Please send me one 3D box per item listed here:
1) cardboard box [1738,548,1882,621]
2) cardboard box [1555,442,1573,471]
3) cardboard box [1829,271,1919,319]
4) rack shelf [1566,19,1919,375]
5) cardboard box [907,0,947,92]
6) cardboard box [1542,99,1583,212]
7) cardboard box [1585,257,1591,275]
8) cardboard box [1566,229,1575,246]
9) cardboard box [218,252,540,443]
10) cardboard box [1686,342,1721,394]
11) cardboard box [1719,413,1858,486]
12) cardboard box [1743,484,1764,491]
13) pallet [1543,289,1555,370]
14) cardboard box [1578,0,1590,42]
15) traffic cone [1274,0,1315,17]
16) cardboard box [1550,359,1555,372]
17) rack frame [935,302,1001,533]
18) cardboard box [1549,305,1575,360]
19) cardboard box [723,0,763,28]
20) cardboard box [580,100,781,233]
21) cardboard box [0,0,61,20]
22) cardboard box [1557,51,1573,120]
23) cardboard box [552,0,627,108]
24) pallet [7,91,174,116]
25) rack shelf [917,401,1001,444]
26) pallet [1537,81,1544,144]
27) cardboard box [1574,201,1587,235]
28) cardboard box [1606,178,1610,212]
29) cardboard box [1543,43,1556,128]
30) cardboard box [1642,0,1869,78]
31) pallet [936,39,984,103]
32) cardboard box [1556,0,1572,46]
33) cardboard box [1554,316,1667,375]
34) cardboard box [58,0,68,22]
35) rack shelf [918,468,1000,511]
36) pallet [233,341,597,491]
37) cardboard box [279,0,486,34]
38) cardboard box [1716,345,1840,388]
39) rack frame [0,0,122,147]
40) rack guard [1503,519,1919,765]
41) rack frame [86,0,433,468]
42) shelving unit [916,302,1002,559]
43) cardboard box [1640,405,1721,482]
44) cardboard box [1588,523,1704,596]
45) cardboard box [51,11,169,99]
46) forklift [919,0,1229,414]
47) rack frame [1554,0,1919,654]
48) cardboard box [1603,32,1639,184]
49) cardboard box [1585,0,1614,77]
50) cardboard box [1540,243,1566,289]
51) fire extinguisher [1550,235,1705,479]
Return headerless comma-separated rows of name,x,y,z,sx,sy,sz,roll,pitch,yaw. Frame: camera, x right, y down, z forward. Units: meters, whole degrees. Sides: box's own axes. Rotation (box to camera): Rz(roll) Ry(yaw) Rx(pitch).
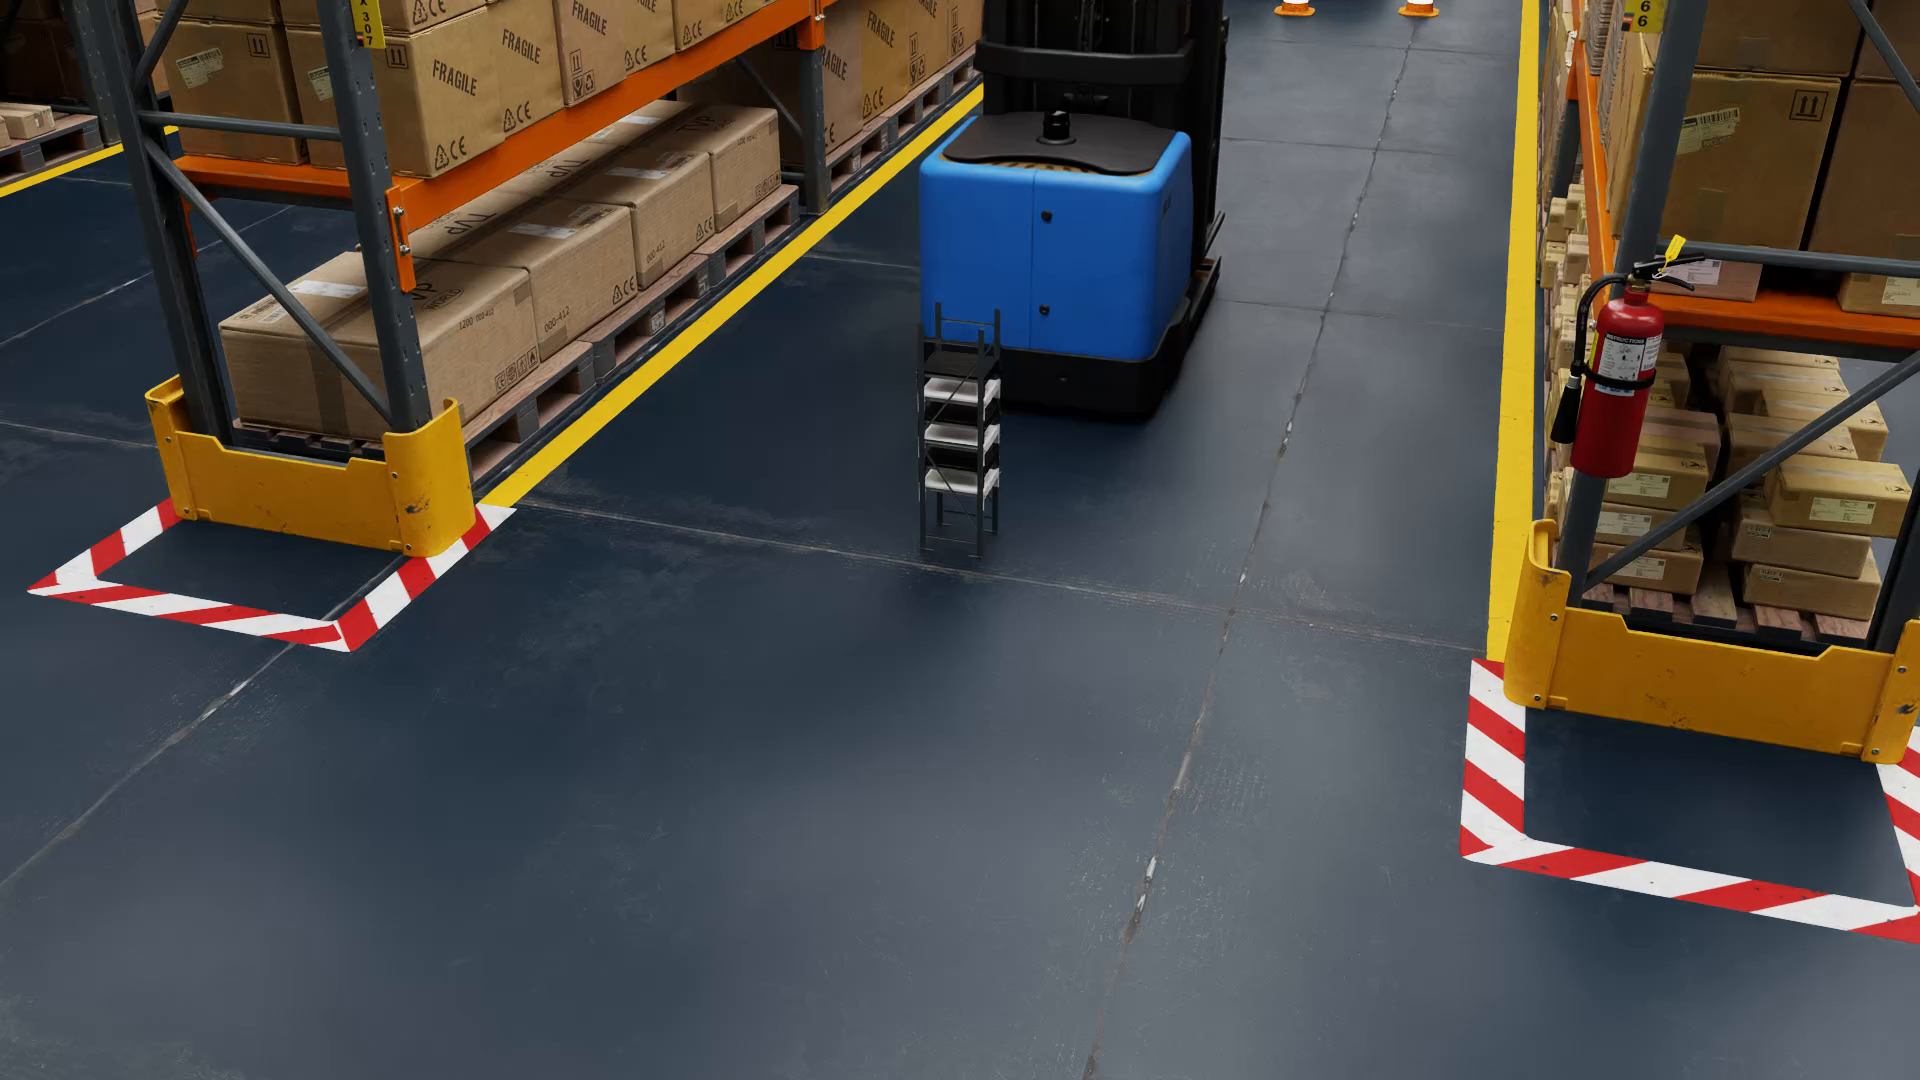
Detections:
cardboard box,2.783,0.114,5.461,0.380,0.149,0.250,9,30,16
cardboard box,2.356,-0.346,5.981,0.380,0.149,0.250,7,30,13
cardboard box,2.732,-0.745,4.762,0.380,0.149,0.250,8,30,14
rack shelf,2.910,-1.366,6.360,1.077,0.370,4.000,8,30,15
cardboard box,-0.638,-3.660,11.497,0.875,0.875,0.875,9,30,15
cardboard box,3.474,-2.081,9.044,0.500,0.500,0.500,8,30,14
cardboard box,2.825,-1.063,6.964,0.380,0.149,0.250,7,30,13
cardboard box,3.097,-1.424,7.919,0.380,0.149,0.250,9,30,15
cardboard box,-2.340,-0.795,6.797,0.875,0.438,0.875,7,30,13
cardboard box,3.050,-0.643,6.516,0.380,0.149,0.250,10,31,17
cardboard box,2.768,-0.289,5.572,0.380,0.149,0.250,9,30,16
cardboard box,2.857,-0.145,5.619,0.380,0.149,0.250,8,30,15
pallet,3.334,-1.074,7.963,1.003,0.211,1.213,8,30,15
cardboard box,3.101,-2.415,7.764,0.380,0.149,0.250,10,31,17
traffic cone,2.929,-4.825,14.447,0.336,0.463,0.334,8,30,15
cardboard box,2.741,-0.815,7.131,0.380,0.149,0.250,8,30,14
rack frame,0.027,-0.437,6.109,0.240,0.900,0.006,8,30,15
cardboard box,2.643,-0.837,6.864,0.380,0.149,0.250,9,30,15
cardboard box,-1.302,-2.821,8.132,0.500,0.500,0.500,8,30,14
cardboard box,-1.551,-2.056,9.065,0.875,0.438,0.875,8,30,14
cardboard box,-6.178,-3.562,11.040,0.380,0.149,0.250,7,30,13
cardboard box,3.474,-2.411,8.866,0.500,0.250,0.500,8,30,14
cardboard box,-1.735,-2.109,6.852,0.500,0.500,0.500,8,30,15
pallet,-5.808,-3.140,11.678,1.003,0.211,1.213,8,30,15
rack shelf,-0.002,-0.439,5.997,0.258,0.077,0.200,8,30,15
pallet,4.441,-2.887,11.223,1.003,0.211,1.213,8,30,15
cardboard box,3.034,-1.433,7.629,0.380,0.149,0.250,8,30,14
cardboard box,2.370,-1.184,5.551,0.380,0.149,0.250,9,30,16
cardboard box,3.930,-2.794,10.326,0.500,0.500,0.500,8,30,14
cardboard box,2.220,-1.610,4.621,0.500,0.500,0.500,8,30,14
pallet,-0.394,-3.554,12.421,1.003,0.211,1.213,8,30,15
cardboard box,3.931,-3.138,10.173,0.500,0.250,0.500,9,30,15
cardboard box,2.482,-0.722,6.351,0.380,0.149,0.250,10,31,17
cardboard box,-5.651,-3.479,10.890,0.380,0.149,0.250,10,31,17
rack shelf,-0.002,-0.203,6.128,0.258,0.077,0.200,8,30,15
pallet,-2.278,-0.574,7.065,1.003,0.211,1.213,8,30,15
cardboard box,-2.025,-2.073,5.760,0.500,0.500,0.500,8,30,14
cardboard box,3.048,-0.642,6.207,0.380,0.149,0.250,10,31,17
rack frame,-6.010,-3.976,10.311,1.000,3.000,0.127,8,30,15
rack guard,2.346,0.306,5.185,1.175,0.500,0.348,8,30,15
rack frame,-2.438,-1.410,5.699,1.000,3.000,0.127,8,30,15
shelving unit,-0.002,-0.389,6.024,0.258,0.900,0.210,8,30,15
cardboard box,2.365,-0.339,5.663,0.380,0.149,0.250,9,30,16
cardboard box,2.278,0.037,5.598,0.380,0.149,0.250,9,30,16
cardboard box,-5.653,-3.259,11.163,0.500,0.500,0.500,10,31,17
forklift,0.714,-2.520,7.765,1.130,2.935,3.031,8,30,14
rack frame,2.323,-0.751,4.514,1.000,3.000,0.127,8,30,15
cardboard box,2.365,-1.409,5.288,0.500,0.500,0.500,8,30,14
cardboard box,2.791,-2.129,6.583,0.500,0.500,0.500,8,30,14
cardboard box,3.005,-1.300,8.003,0.380,0.149,0.250,9,30,16
fire extinguisher,1.808,-0.503,4.532,0.296,0.674,0.183,8,30,15
